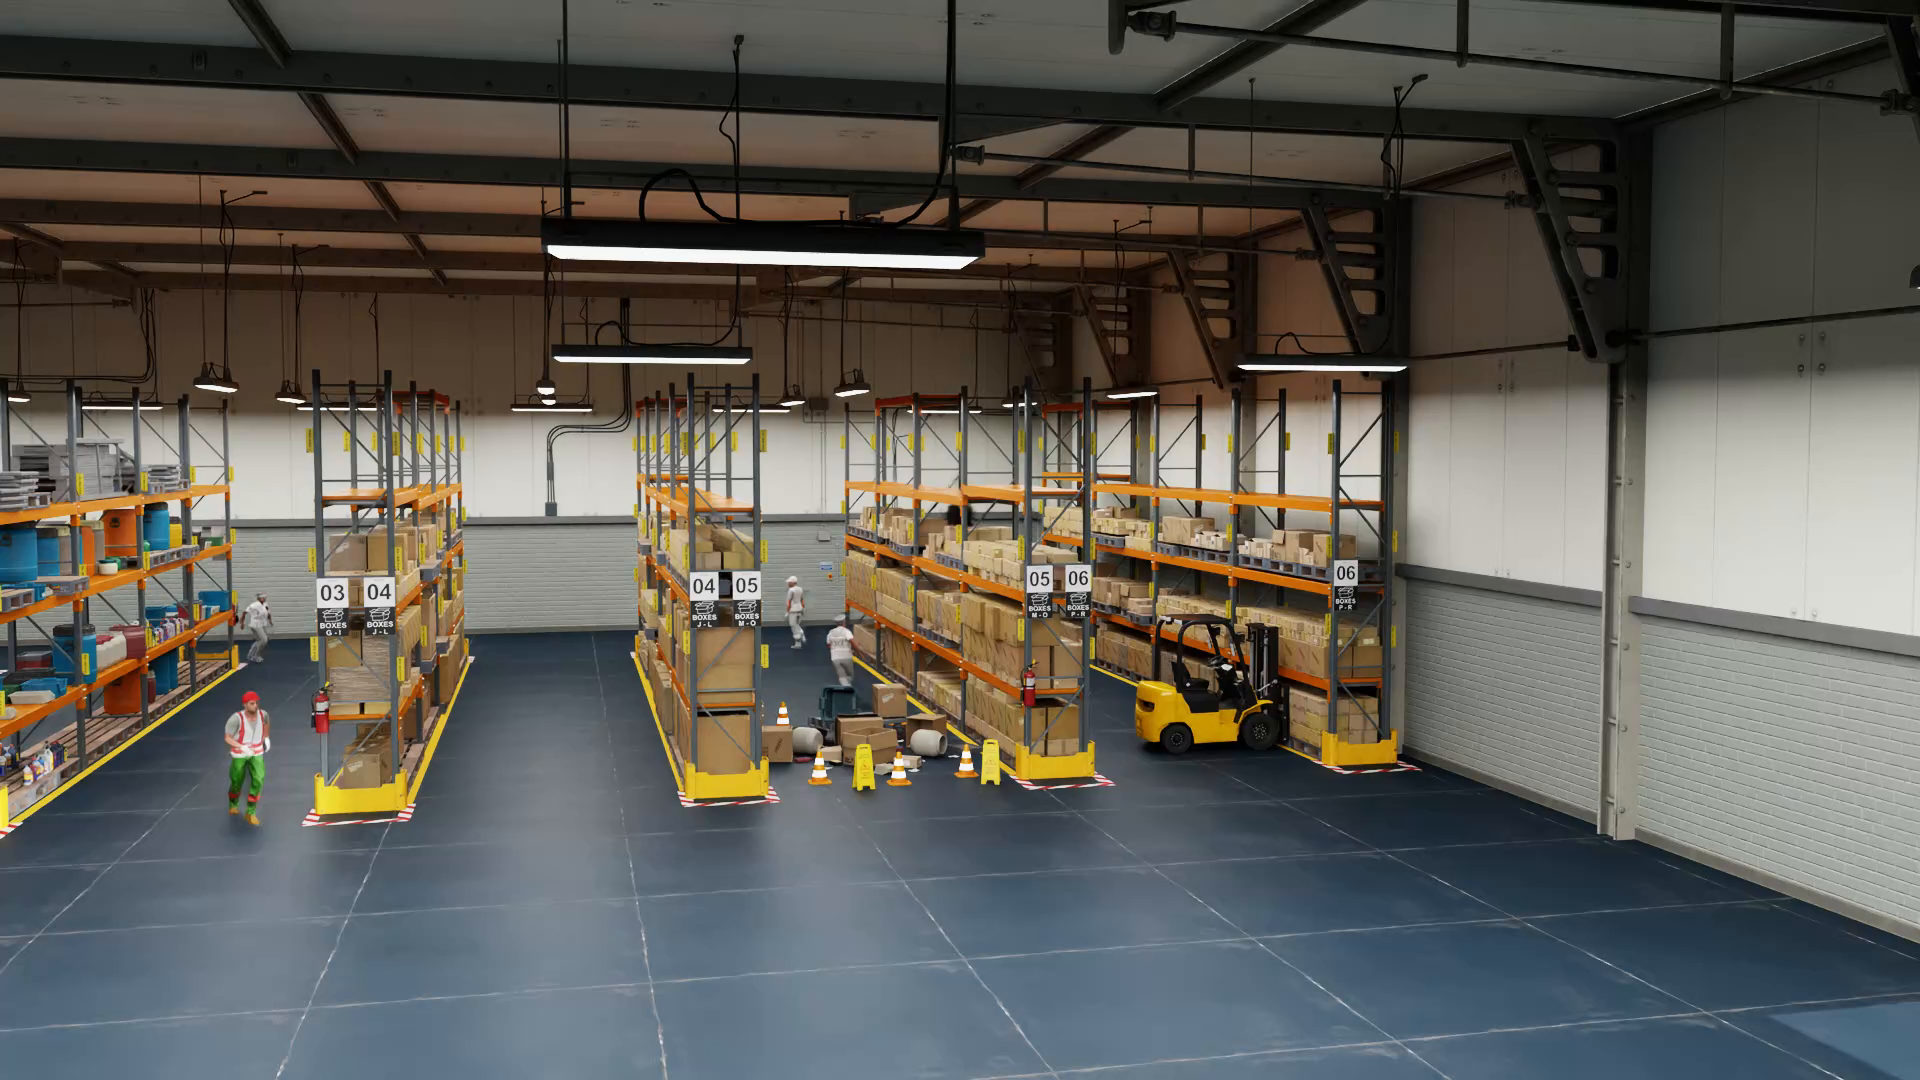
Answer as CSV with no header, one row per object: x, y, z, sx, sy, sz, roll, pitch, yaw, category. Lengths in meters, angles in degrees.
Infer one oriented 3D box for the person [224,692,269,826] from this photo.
-9.427,2.875,22.028,0.654,1.786,0.899,-3,4,-37,person

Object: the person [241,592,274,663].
-16.086,1.999,38.082,0.759,1.650,0.582,1,3,13,person

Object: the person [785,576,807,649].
-3.992,1.760,40.540,0.427,1.779,0.610,2,4,29,person

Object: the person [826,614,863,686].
-2.261,2.321,32.278,0.788,1.713,0.651,1,3,12,person
